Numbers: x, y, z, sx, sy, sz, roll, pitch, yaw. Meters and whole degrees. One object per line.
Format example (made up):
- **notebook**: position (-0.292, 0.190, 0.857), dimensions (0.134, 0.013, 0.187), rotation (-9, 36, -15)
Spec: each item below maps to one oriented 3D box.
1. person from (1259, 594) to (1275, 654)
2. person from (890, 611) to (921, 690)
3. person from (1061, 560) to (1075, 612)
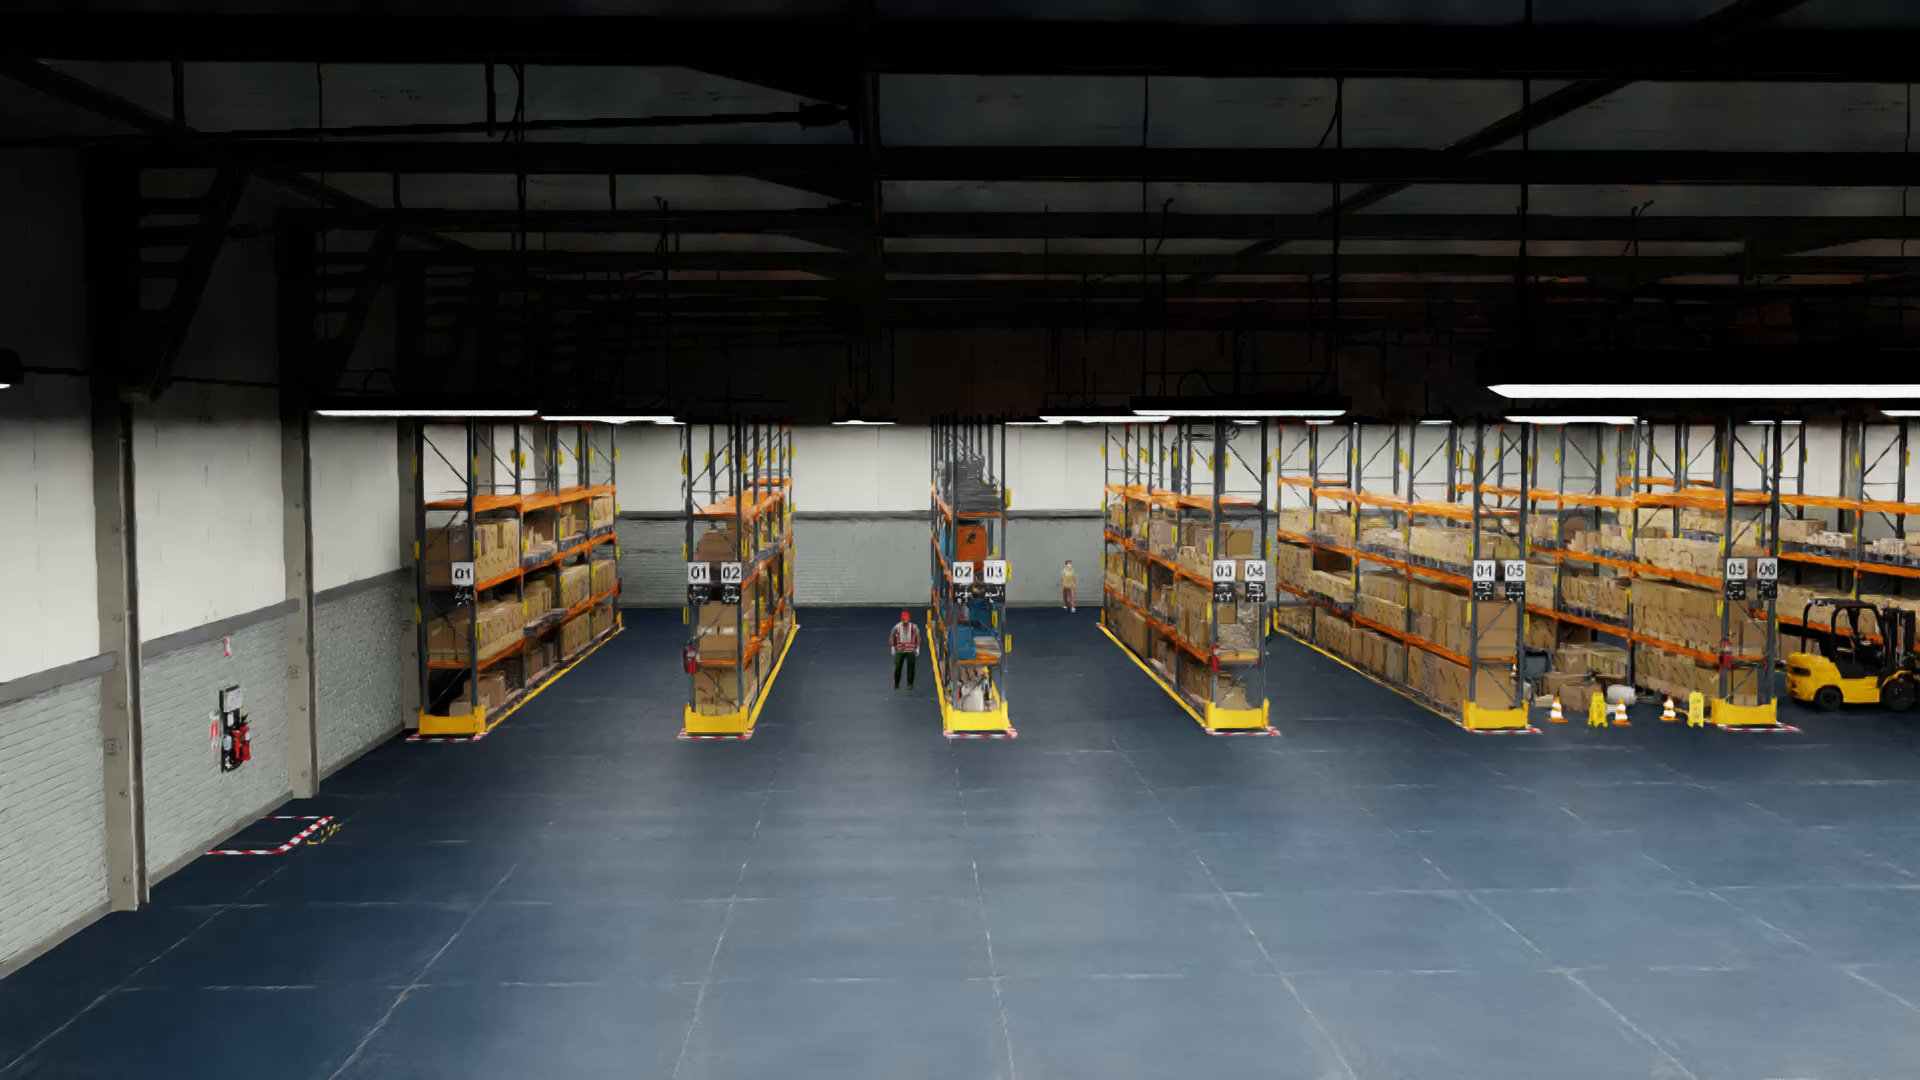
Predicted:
- **person**: position (7.638, 2.084, 41.764), dimensions (0.407, 1.594, 0.458), rotation (-2, 5, -31)
- **person**: position (-1.191, 2.403, 36.122), dimensions (0.677, 1.742, 0.551), rotation (0, 4, -2)
- **person**: position (3.344, 1.401, 51.477), dimensions (0.448, 1.572, 1.105), rotation (0, 4, 0)
